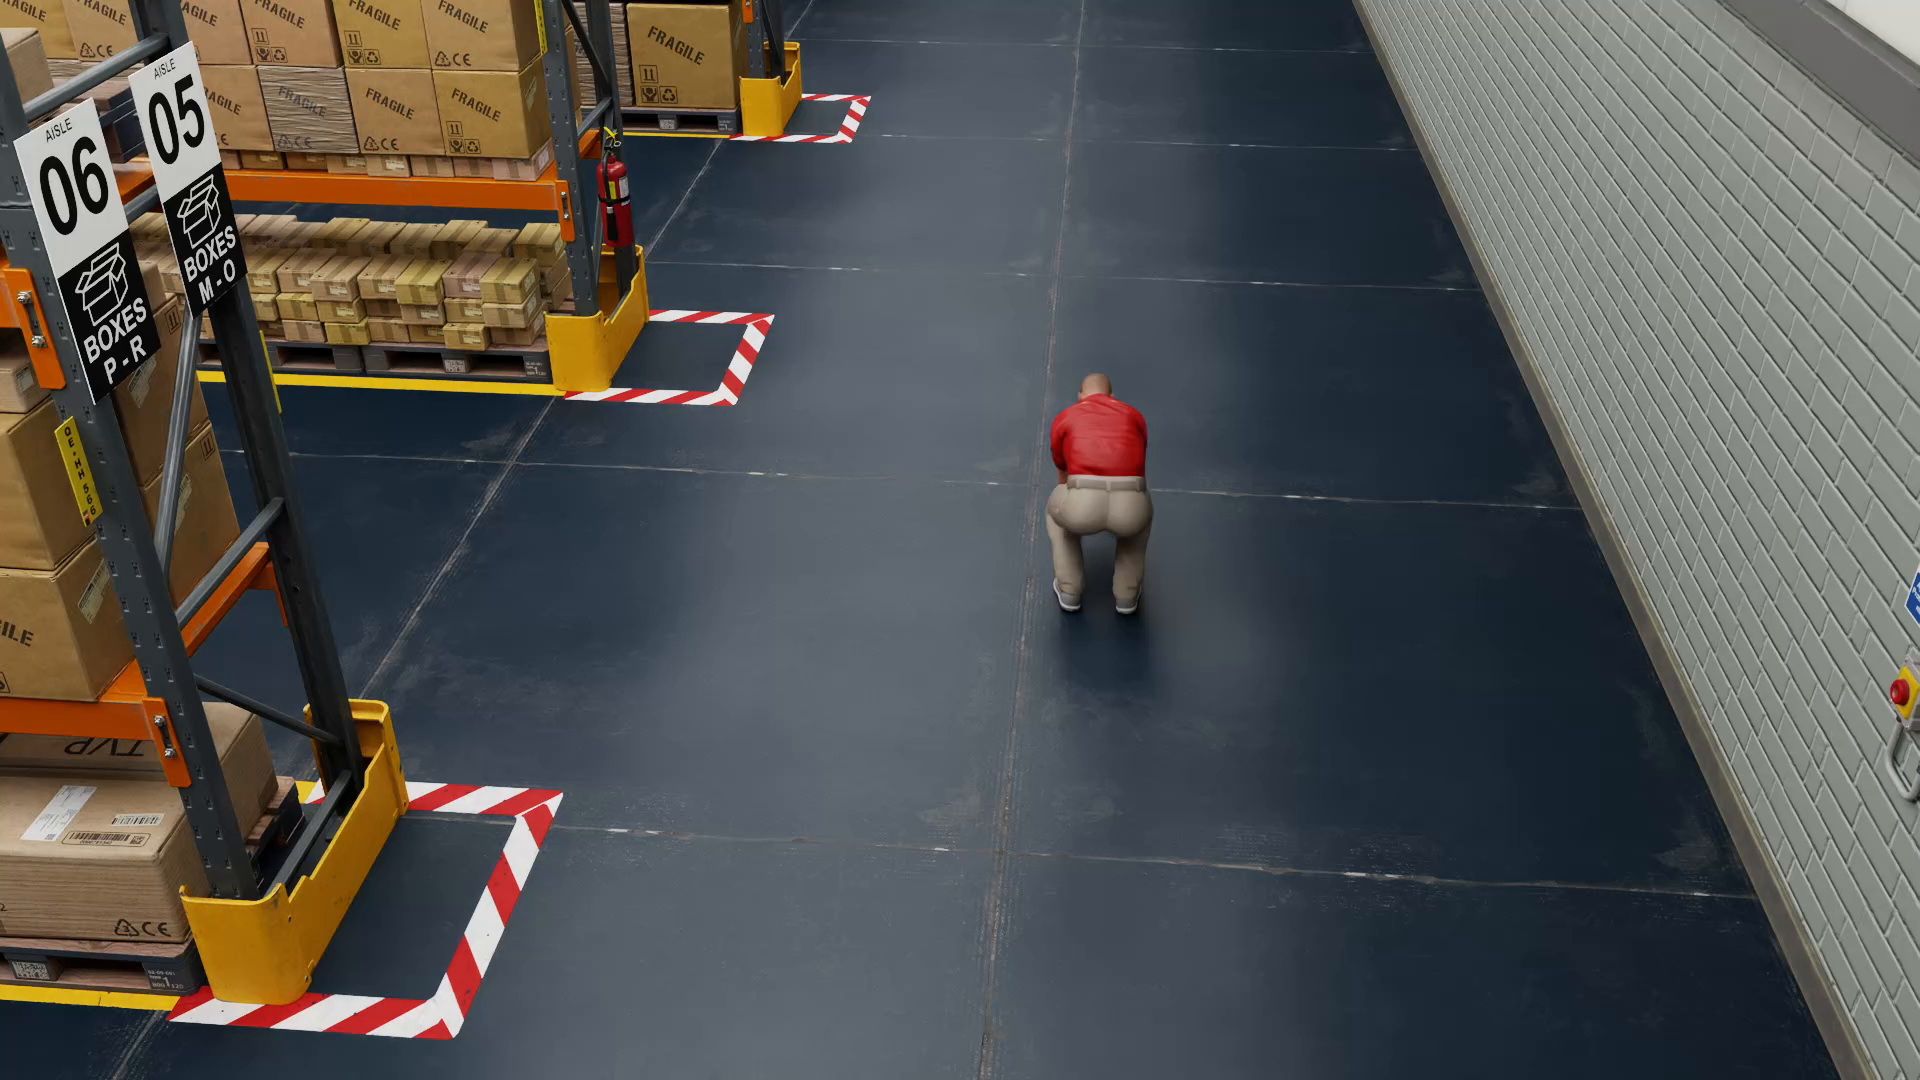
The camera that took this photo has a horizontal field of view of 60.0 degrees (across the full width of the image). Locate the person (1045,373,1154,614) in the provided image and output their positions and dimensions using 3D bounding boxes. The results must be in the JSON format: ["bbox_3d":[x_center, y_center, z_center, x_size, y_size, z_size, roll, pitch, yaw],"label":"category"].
[{"bbox_3d":[0.692,-0.208,8.205,0.544,0.978,0.925,1,32,2],"label":"person"}]
